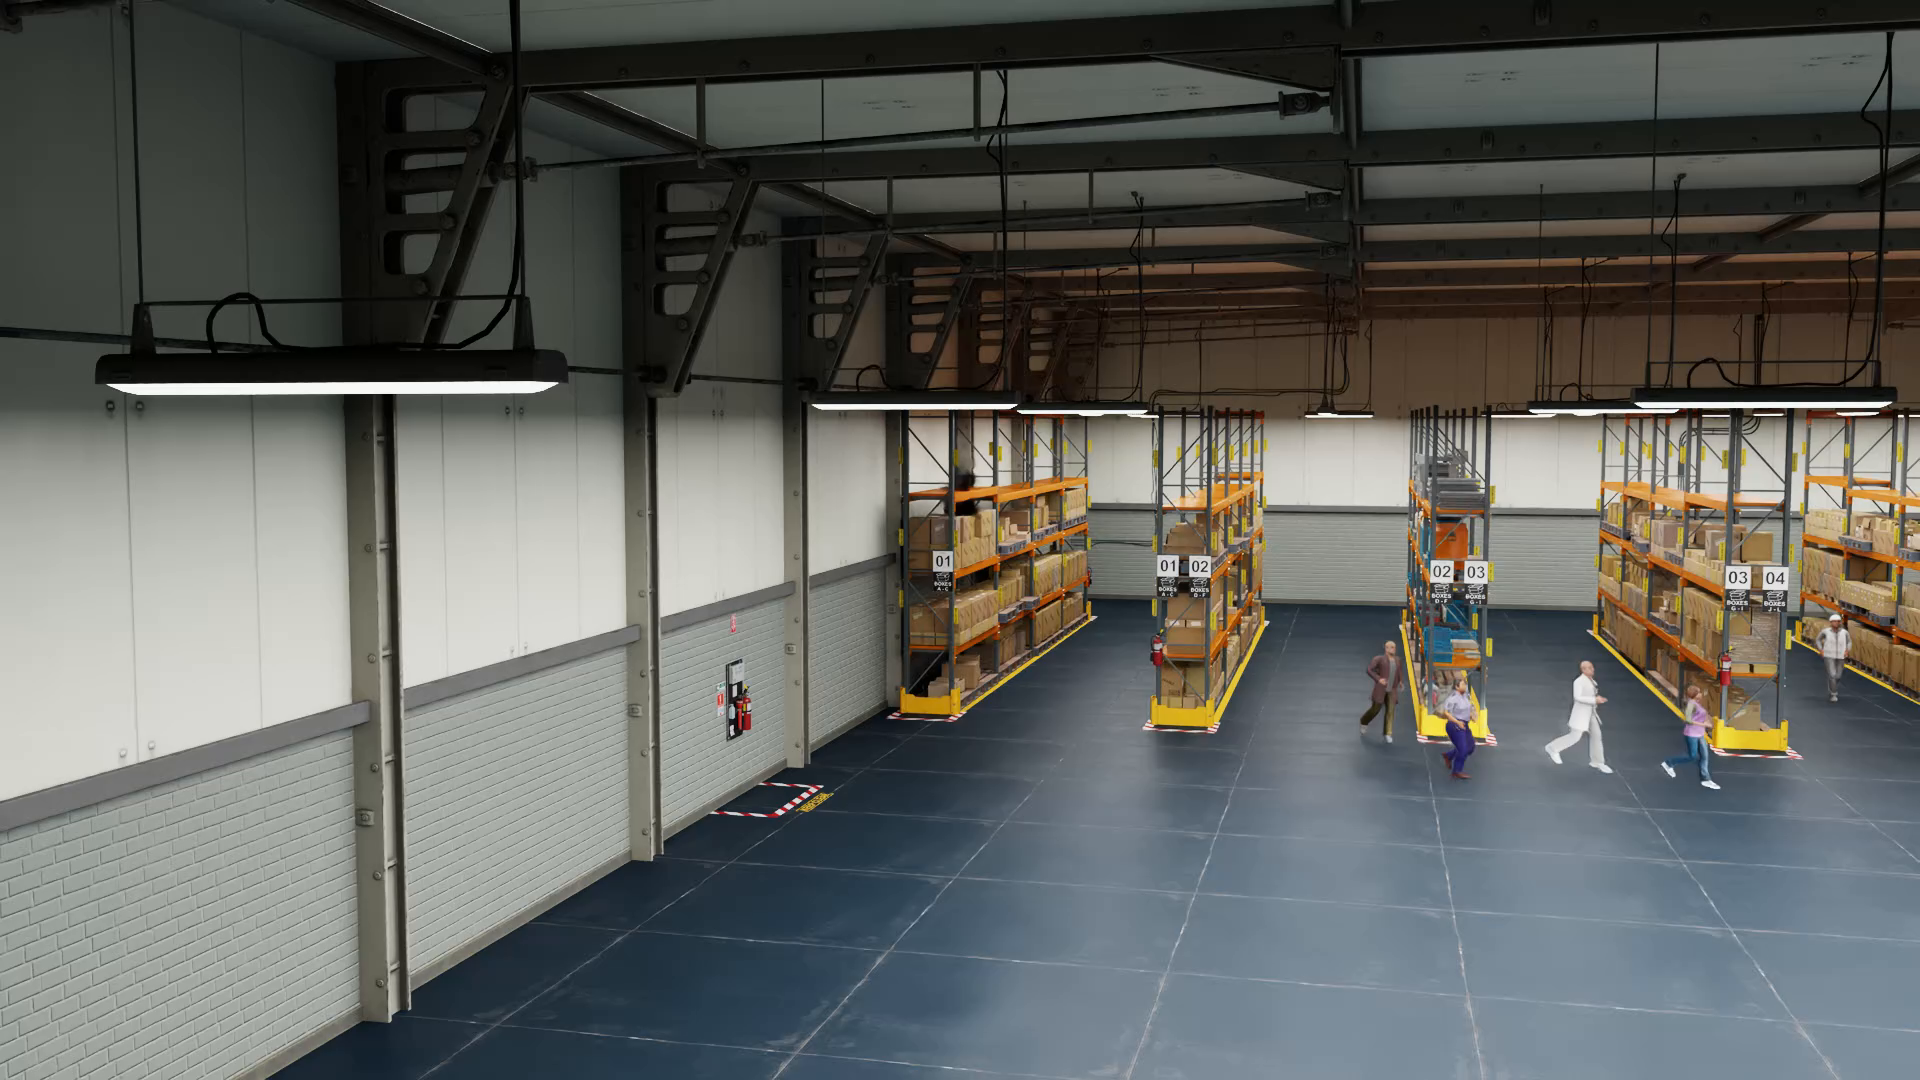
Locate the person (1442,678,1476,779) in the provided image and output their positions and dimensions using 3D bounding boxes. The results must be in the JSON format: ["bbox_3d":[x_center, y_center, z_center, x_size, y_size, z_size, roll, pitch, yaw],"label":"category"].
[{"bbox_3d":[7.961,3.009,26.691,0.556,1.601,0.594,4,6,44],"label":"person"}]

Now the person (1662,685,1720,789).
[{"bbox_3d":[11.446,3.056,25.986,0.860,1.587,0.537,4,5,42],"label":"person"}]

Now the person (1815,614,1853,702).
[{"bbox_3d":[17.960,2.405,34.181,0.673,1.772,0.849,1,4,12],"label":"person"}]

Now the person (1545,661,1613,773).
[{"bbox_3d":[10.193,2.892,27.307,1.059,1.762,0.718,4,6,44],"label":"person"}]

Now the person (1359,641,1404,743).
[{"bbox_3d":[7.661,2.693,29.815,0.768,1.744,1.049,-1,4,-12],"label":"person"}]
